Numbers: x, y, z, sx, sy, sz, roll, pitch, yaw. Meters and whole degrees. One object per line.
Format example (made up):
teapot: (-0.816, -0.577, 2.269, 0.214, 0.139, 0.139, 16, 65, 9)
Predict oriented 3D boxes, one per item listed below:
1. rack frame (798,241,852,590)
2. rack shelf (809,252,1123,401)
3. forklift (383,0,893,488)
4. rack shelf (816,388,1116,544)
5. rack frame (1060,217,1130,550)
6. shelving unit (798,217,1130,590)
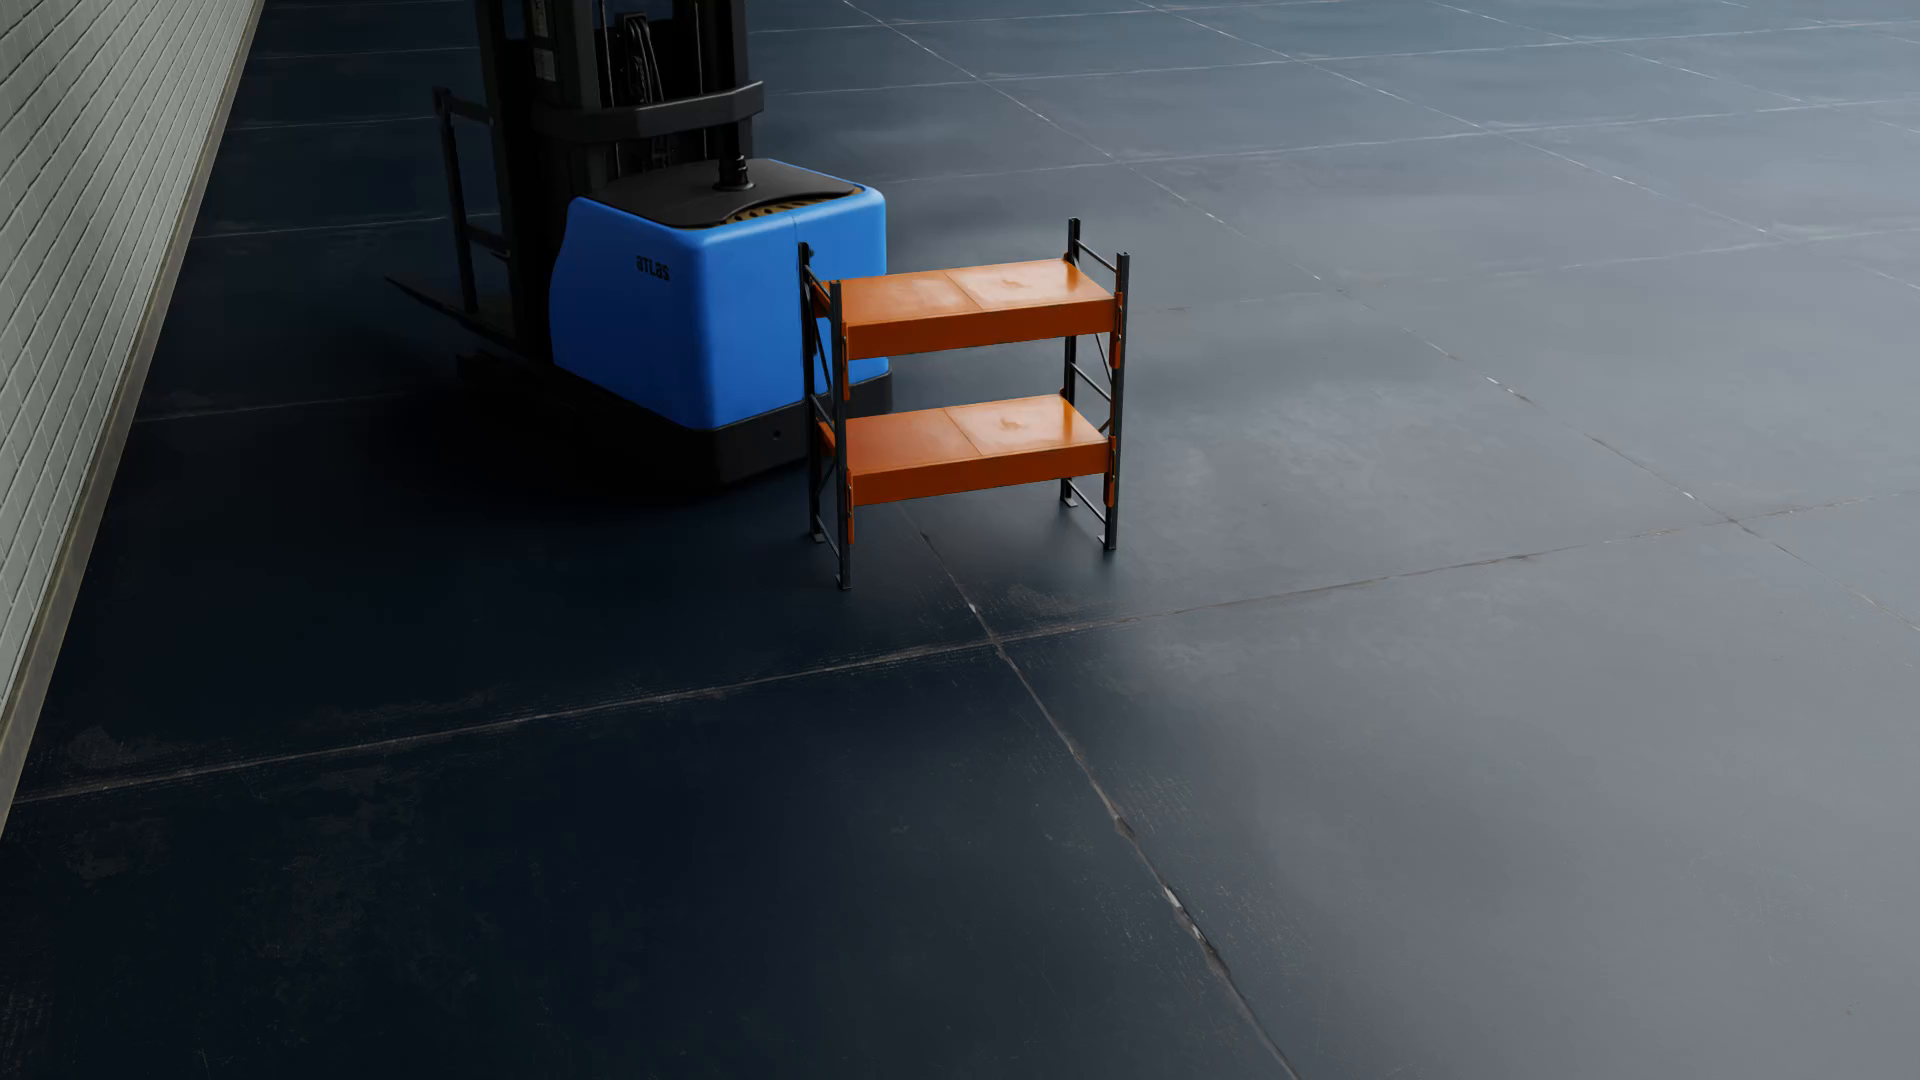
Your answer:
rack frame: (-0.477, -0.435, 5.861, 0.032, 1.125, 0.500, -8, 28, -16)
rack shelf: (0.006, -0.767, 5.872, 1.000, 0.278, 0.538, -8, 28, -16)
forklift: (-1.661, -2.082, 7.147, 1.130, 2.935, 3.031, -23, 34, -38)
rack shelf: (0.006, -0.286, 6.110, 1.000, 0.278, 0.538, -8, 28, -16)
rack frame: (0.490, -0.575, 6.143, 0.032, 1.125, 0.500, -8, 28, -16)
shelving unit: (0.006, -0.505, 6.002, 1.048, 1.125, 0.538, -8, 28, -16)
